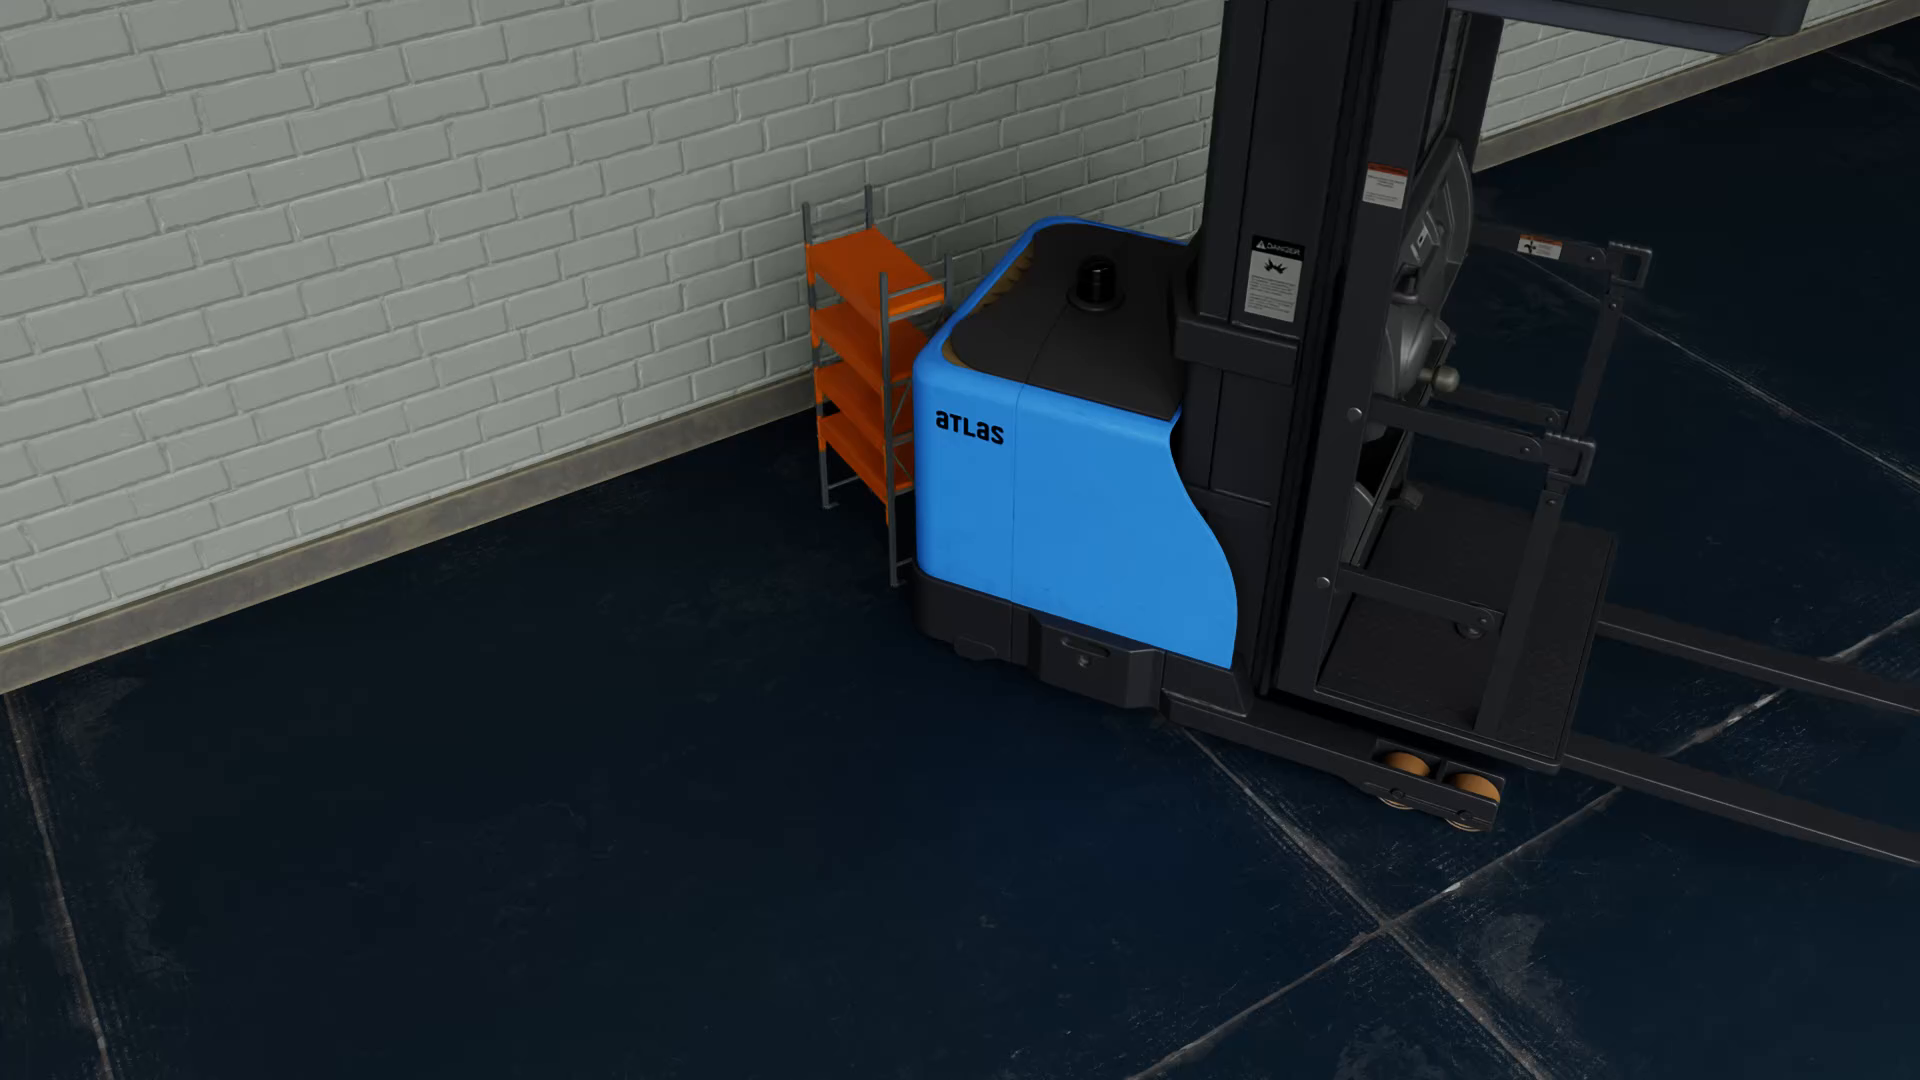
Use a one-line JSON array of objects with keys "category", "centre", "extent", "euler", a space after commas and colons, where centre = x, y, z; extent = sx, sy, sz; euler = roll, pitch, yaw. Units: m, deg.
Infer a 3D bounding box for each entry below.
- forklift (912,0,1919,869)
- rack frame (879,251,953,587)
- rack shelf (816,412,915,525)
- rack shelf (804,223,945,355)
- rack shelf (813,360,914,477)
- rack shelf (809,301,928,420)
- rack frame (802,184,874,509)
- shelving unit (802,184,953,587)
[{"category": "forklift", "centre": [1.408, -0.685, 4.282], "extent": [3.031, 2.935, 1.130], "euler": [17, 43, 19]}, {"category": "rack frame", "centre": [-0.128, -0.346, 5.228], "extent": [0.240, 1.200, 0.015], "euler": [-21, 44, -24]}, {"category": "rack shelf", "centre": [-0.255, -0.275, 5.558], "extent": [0.258, 0.148, 0.480], "euler": [-21, 44, -24]}, {"category": "rack shelf", "centre": [-0.255, -0.781, 5.137], "extent": [0.258, 0.148, 0.480], "euler": [-21, 44, -24]}, {"category": "rack shelf", "centre": [-0.255, -0.428, 5.431], "extent": [0.258, 0.148, 0.480], "euler": [-21, 44, -24]}, {"category": "rack shelf", "centre": [-0.255, -0.600, 5.288], "extent": [0.258, 0.148, 0.480], "euler": [-21, 44, -24]}, {"category": "rack frame", "centre": [-0.381, -0.613, 5.548], "extent": [0.240, 1.200, 0.015], "euler": [-21, 44, -24]}, {"category": "shelving unit", "centre": [-0.255, -0.480, 5.388], "extent": [0.258, 1.200, 0.503], "euler": [-21, 44, -24]}]
